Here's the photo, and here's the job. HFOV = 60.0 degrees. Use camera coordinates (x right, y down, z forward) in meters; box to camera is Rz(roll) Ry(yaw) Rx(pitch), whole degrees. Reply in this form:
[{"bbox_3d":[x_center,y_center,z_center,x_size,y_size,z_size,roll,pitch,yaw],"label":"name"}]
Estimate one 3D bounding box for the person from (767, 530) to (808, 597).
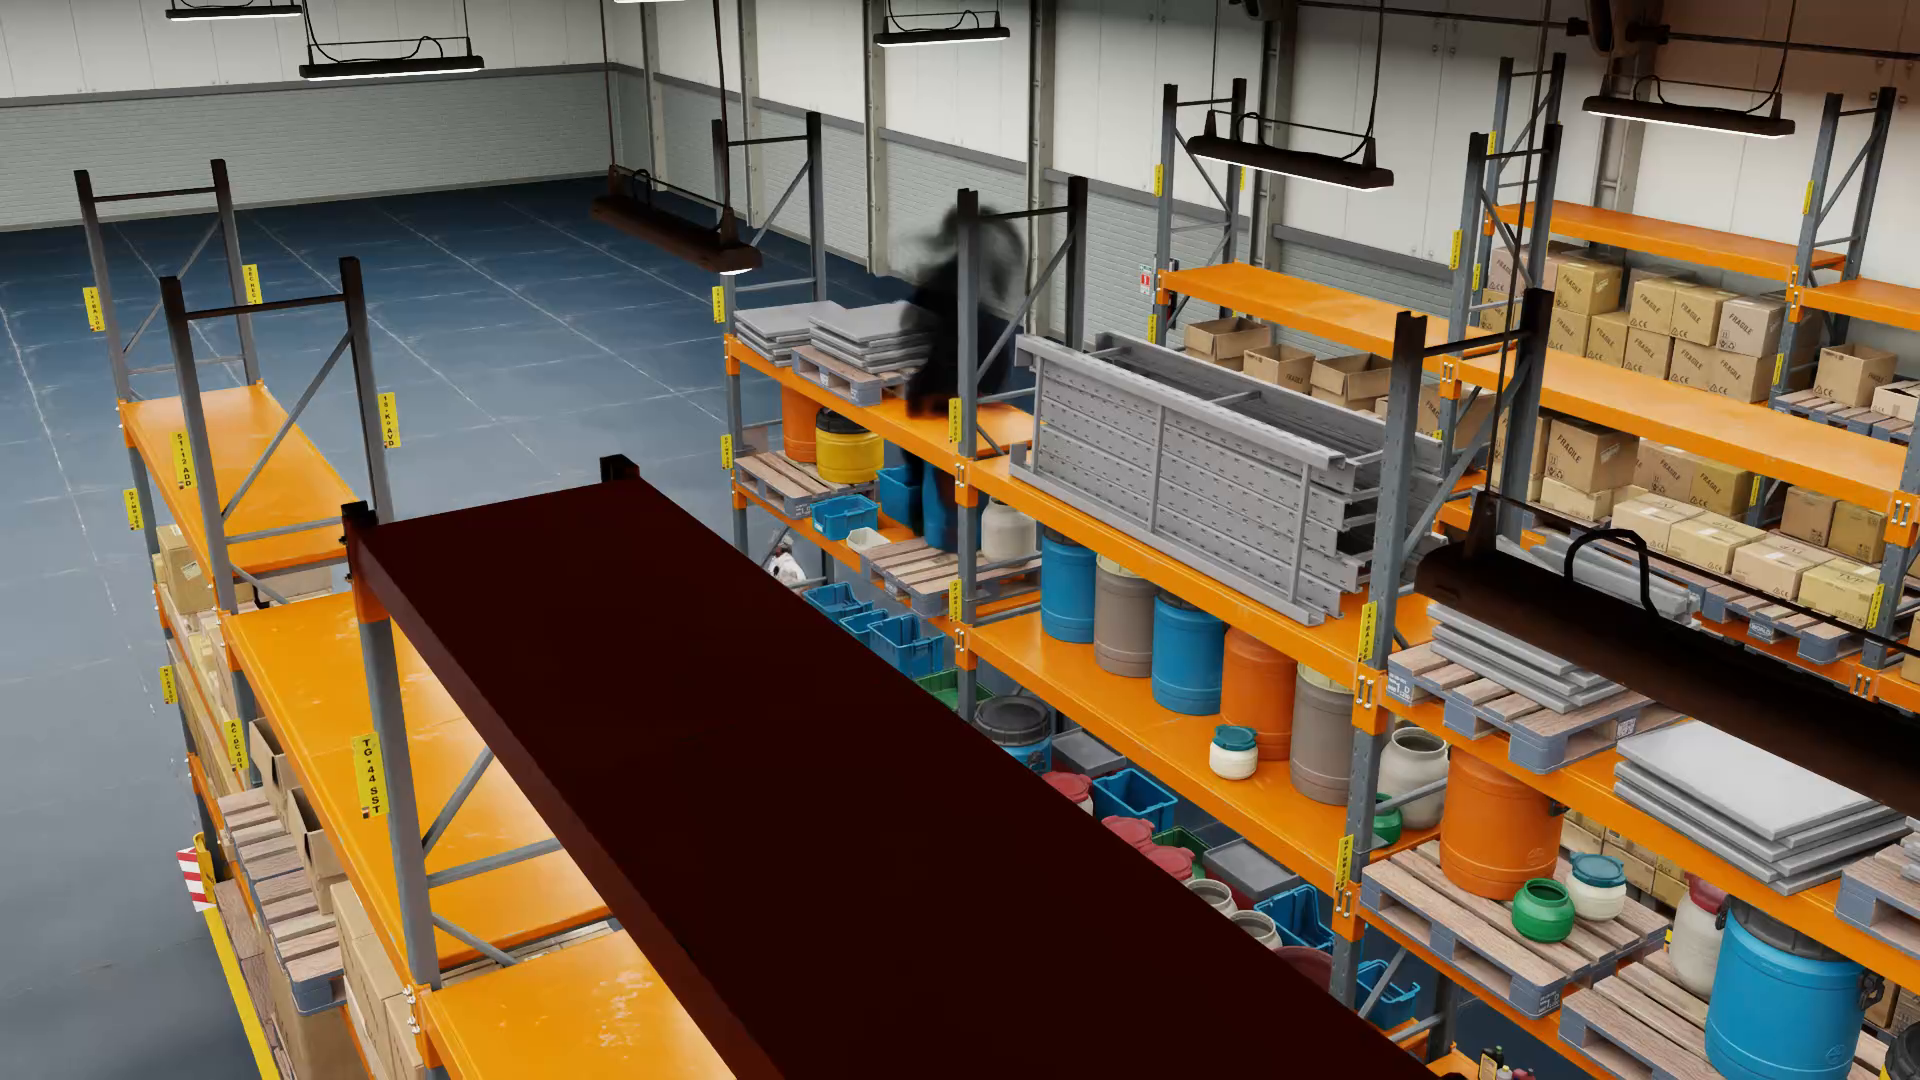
[{"bbox_3d":[-1.891,0.696,17.440,0.552,1.665,0.598,-9,23,-20],"label":"person"}]
